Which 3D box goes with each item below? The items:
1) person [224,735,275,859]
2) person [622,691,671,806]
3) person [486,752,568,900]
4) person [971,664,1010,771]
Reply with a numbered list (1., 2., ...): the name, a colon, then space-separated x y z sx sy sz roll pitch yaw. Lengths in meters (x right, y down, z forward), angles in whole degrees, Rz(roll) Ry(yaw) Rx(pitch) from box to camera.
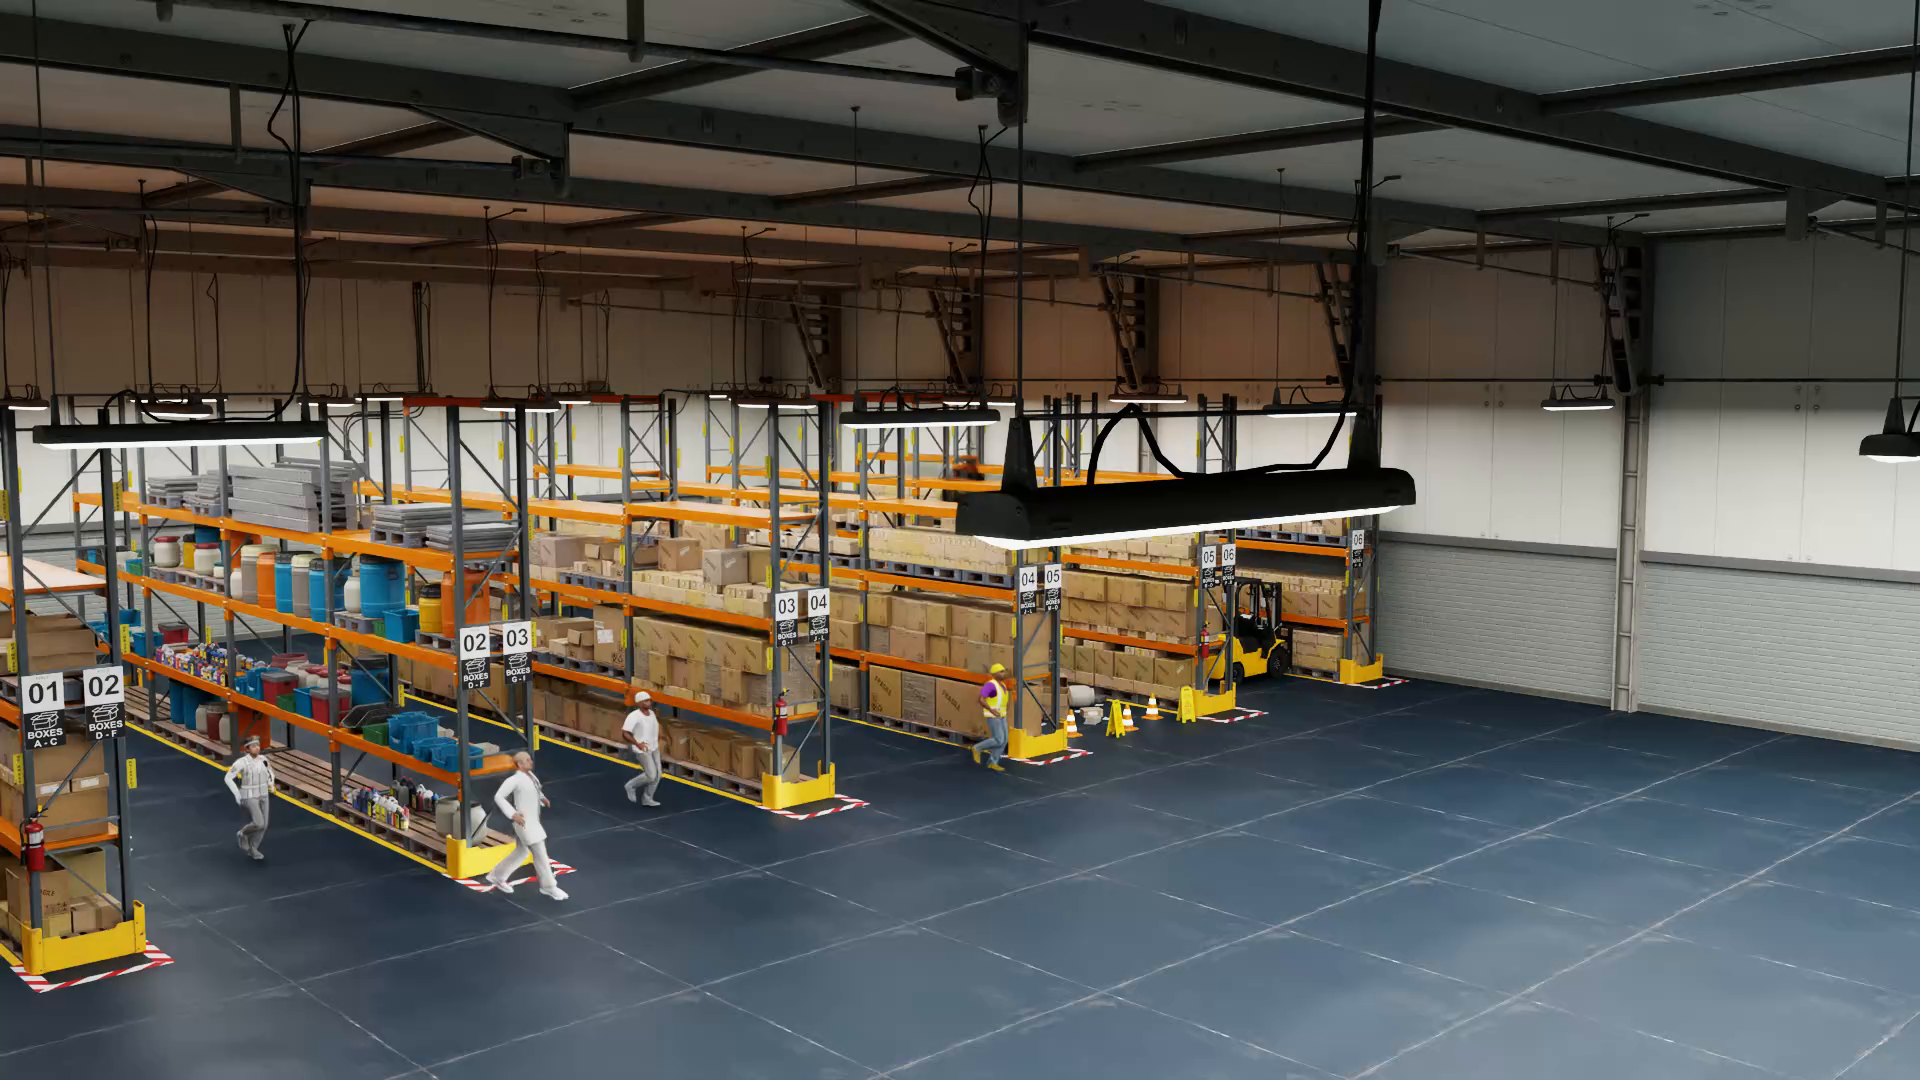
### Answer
1. person: -9.276 3.391 21.920 0.541 1.658 0.615 4 7 33
2. person: -4.659 3.094 24.633 0.606 1.718 0.698 3 6 25
3. person: -5.301 3.482 20.326 1.008 1.806 0.760 0 6 -3
4. person: 0.525 2.866 27.114 0.571 1.723 0.726 3 6 27
